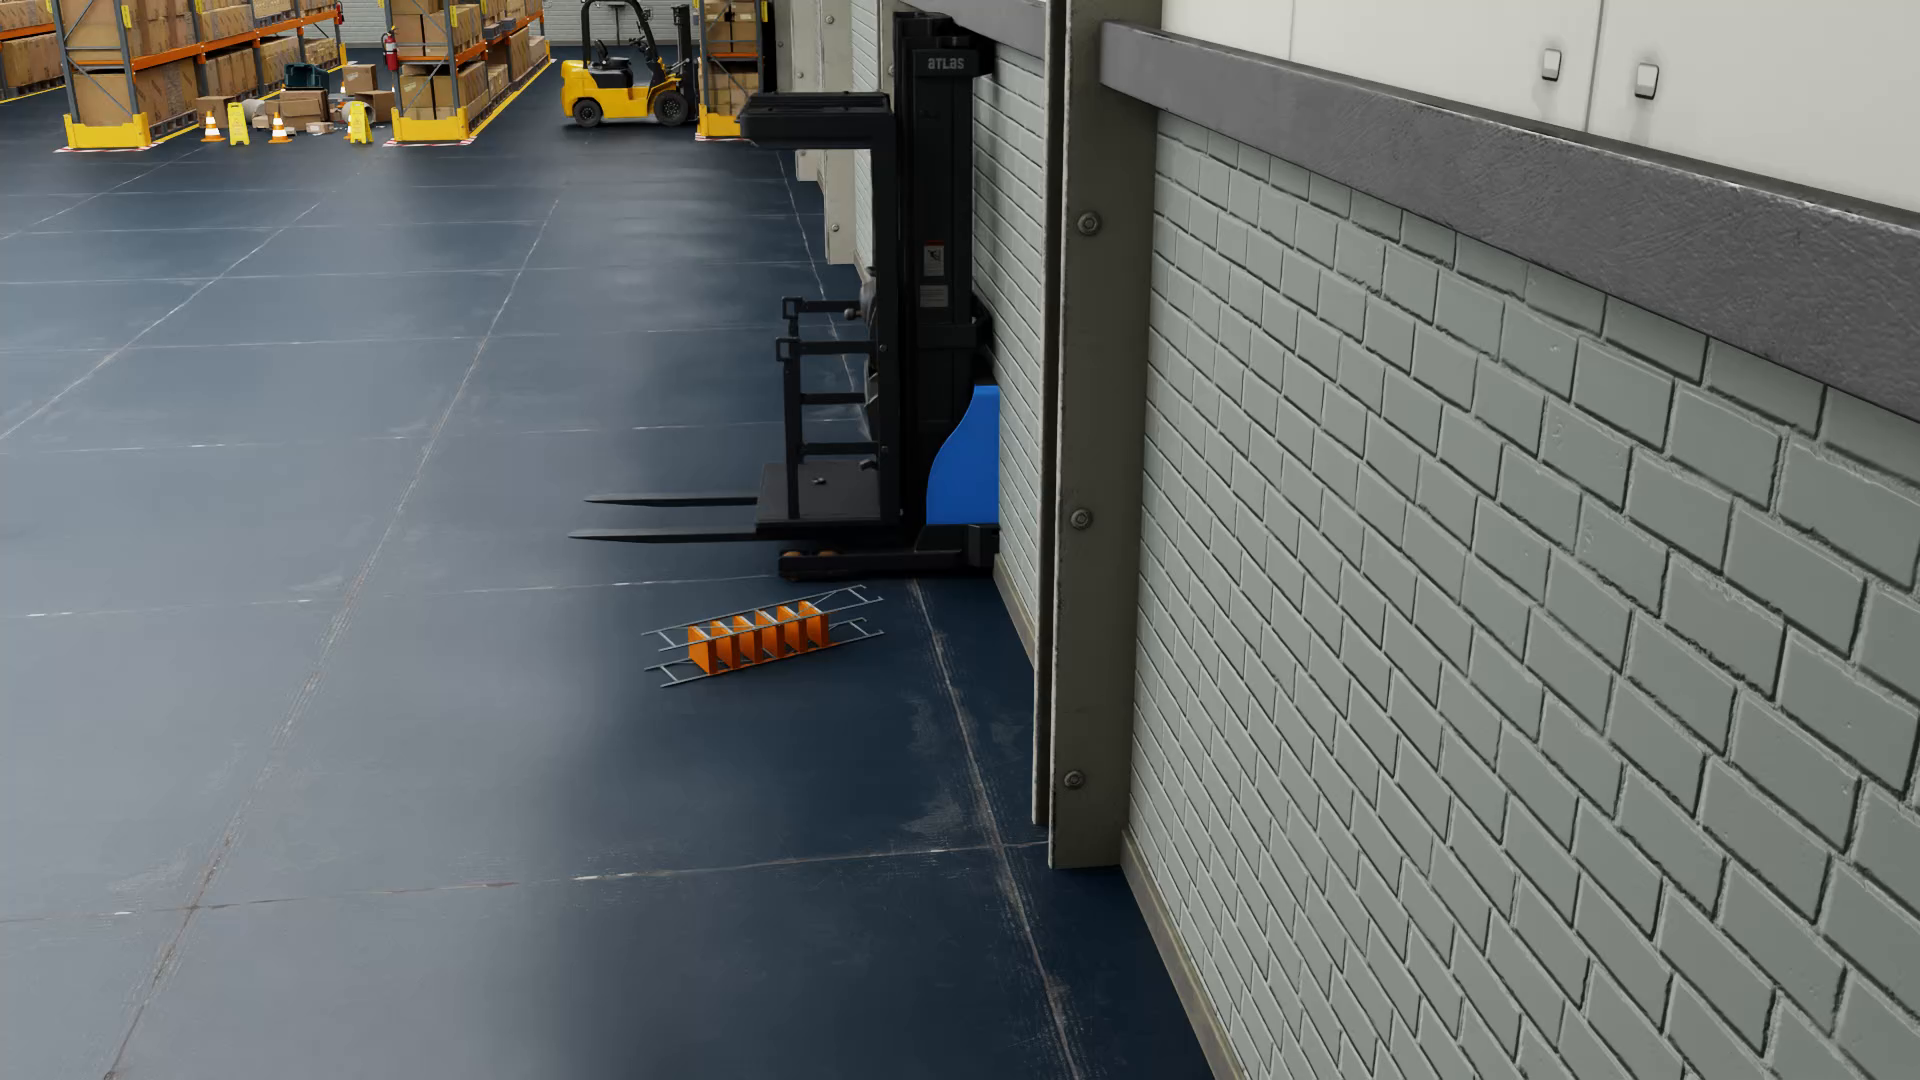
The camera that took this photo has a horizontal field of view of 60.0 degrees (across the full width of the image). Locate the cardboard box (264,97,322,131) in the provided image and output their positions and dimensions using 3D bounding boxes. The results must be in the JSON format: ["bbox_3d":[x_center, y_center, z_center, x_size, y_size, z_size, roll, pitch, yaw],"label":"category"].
[{"bbox_3d":[-11.450,-7.306,28.558,0.637,0.503,0.797,17,27,39],"label":"cardboard box"}]

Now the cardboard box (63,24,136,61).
[{"bbox_3d":[-13.674,-7.907,26.384,0.875,0.550,0.550,-3,21,-8],"label":"cardboard box"}]

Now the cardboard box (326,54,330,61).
[{"bbox_3d":[-15.362,-11.590,39.934,0.380,0.149,0.250,-4,21,-10],"label":"cardboard box"}]

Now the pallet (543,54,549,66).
[{"bbox_3d":[-10.805,-11.955,41.424,1.003,0.211,1.213,-3,21,-8],"label":"pallet"}]

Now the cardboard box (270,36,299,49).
[{"bbox_3d":[-14.948,-10.997,36.773,0.500,0.250,0.500,-3,21,-9],"label":"cardboard box"}]

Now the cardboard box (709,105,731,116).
[{"bbox_3d":[-4.161,-7.302,28.309,0.500,0.250,0.500,-3,21,-7],"label":"cardboard box"}]

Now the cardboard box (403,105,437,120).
[{"bbox_3d":[-9.078,-7.178,27.978,0.500,0.250,0.500,-3,21,-8],"label":"cardboard box"}]

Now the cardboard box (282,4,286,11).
[{"bbox_3d":[-14.980,-11.640,36.354,0.380,0.149,0.250,-3,21,-8],"label":"cardboard box"}]

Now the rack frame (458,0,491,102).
[{"bbox_3d":[-9.268,-9.380,30.543,1.000,3.000,0.127,-3,21,-8],"label":"rack frame"}]

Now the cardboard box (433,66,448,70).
[{"bbox_3d":[-9.289,-8.058,29.260,0.500,0.500,0.500,-2,21,-5],"label":"cardboard box"}]

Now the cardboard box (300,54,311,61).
[{"bbox_3d":[-15.041,-11.007,37.949,0.380,0.149,0.250,-2,21,-5],"label":"cardboard box"}]

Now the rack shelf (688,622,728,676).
[{"bbox_3d":[-1.224,0.521,8.046,0.103,0.180,0.258,-12,24,-29],"label":"rack shelf"}]

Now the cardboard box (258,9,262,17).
[{"bbox_3d":[-14.671,-10.911,34.400,0.380,0.149,0.250,-2,21,-5],"label":"cardboard box"}]

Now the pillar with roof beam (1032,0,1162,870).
[{"bbox_3d":[-3.789,-2.817,4.397,9.100,9.000,0.400,-3,21,-8],"label":"pillar with roof beam"}]

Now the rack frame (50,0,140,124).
[{"bbox_3d":[-13.575,-7.710,26.073,1.000,3.000,0.127,-3,21,-8],"label":"rack frame"}]

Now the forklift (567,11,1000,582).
[{"bbox_3d":[-0.668,-1.333,9.097,3.031,2.935,1.130,-1,21,-4],"label":"forklift"}]

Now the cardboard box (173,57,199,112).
[{"bbox_3d":[-14.131,-8.075,29.487,0.875,0.875,0.875,-3,21,-7],"label":"cardboard box"}]

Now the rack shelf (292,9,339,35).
[{"bbox_3d":[-15.594,-12.221,39.177,1.077,0.370,4.000,-3,21,-8],"label":"rack shelf"}]

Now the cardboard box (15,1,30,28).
[{"bbox_3d":[-19.606,-10.849,34.335,0.500,0.500,0.500,-3,21,-9],"label":"cardboard box"}]

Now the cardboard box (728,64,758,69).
[{"bbox_3d":[-3.867,-8.324,29.616,0.500,0.250,0.500,-3,21,-9],"label":"cardboard box"}]

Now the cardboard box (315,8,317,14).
[{"bbox_3d":[-15.402,-12.492,39.235,0.380,0.149,0.250,-3,21,-7],"label":"cardboard box"}]

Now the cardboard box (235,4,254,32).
[{"bbox_3d":[-14.398,-10.385,33.090,0.500,0.500,0.500,-3,21,-8],"label":"cardboard box"}]

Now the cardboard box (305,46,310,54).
[{"bbox_3d":[-15.131,-11.233,38.129,0.380,0.149,0.250,-2,21,-5],"label":"cardboard box"}]

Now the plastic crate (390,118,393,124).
[{"bbox_3d":[-9.853,-7.427,29.488,0.402,0.080,0.583,-11,23,-26],"label":"plastic crate"}]

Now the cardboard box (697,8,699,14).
[{"bbox_3d":[-5.408,-11.304,35.452,0.380,0.149,0.250,-3,21,-7],"label":"cardboard box"}]

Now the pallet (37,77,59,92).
[{"bbox_3d":[-19.863,-9.657,35.270,1.003,0.211,1.213,-3,21,-8],"label":"pallet"}]

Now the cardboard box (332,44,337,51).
[{"bbox_3d":[-15.523,-12.082,40.827,0.380,0.149,0.250,-3,21,-9],"label":"cardboard box"}]

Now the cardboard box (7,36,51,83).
[{"bbox_3d":[-19.851,-10.015,34.681,1.225,0.875,0.875,-3,21,-8],"label":"cardboard box"}]

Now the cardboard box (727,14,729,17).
[{"bbox_3d":[-4.386,-9.157,29.803,0.500,0.500,0.500,-3,21,-8],"label":"cardboard box"}]

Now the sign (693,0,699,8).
[{"bbox_3d":[-4.319,-8.877,27.204,0.100,0.325,0.005,-3,21,-8],"label":"sign"}]

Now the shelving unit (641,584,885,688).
[{"bbox_3d":[-0.956,0.463,8.200,1.200,0.189,0.258,-12,24,-29],"label":"shelving unit"}]

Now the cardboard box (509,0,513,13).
[{"bbox_3d":[-9.747,-11.296,35.172,0.500,0.250,0.500,-2,21,-6],"label":"cardboard box"}]

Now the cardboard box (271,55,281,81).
[{"bbox_3d":[-14.654,-9.938,35.008,0.500,0.500,0.500,-3,21,-7],"label":"cardboard box"}]

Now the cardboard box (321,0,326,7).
[{"bbox_3d":[-15.411,-12.940,39.507,0.500,0.500,0.500,-3,21,-8],"label":"cardboard box"}]

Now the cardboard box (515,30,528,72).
[{"bbox_3d":[-10.115,-10.828,36.857,0.875,0.875,0.875,-2,21,-6],"label":"cardboard box"}]

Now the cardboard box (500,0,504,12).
[{"bbox_3d":[-9.419,-10.826,33.246,0.500,0.500,0.500,-3,21,-9],"label":"cardboard box"}]

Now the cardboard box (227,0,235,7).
[{"bbox_3d":[-14.600,-10.664,32.410,0.700,0.500,0.500,-3,21,-9],"label":"cardboard box"}]

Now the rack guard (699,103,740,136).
[{"bbox_3d":[-3.777,-7.067,27.924,1.175,0.500,0.348,-3,21,-8],"label":"rack guard"}]

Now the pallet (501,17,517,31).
[{"bbox_3d":[-9.637,-10.434,33.638,1.213,0.211,1.003,-3,21,-8],"label":"pallet"}]

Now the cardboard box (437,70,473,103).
[{"bbox_3d":[-8.618,-7.737,28.402,0.500,0.500,0.500,-4,21,-10],"label":"cardboard box"}]

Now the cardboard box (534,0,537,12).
[{"bbox_3d":[-10.438,-12.898,39.818,0.500,0.500,0.500,-2,21,-6],"label":"cardboard box"}]

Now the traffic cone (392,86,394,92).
[{"bbox_3d":[-10.832,-8.550,31.947,0.336,0.463,0.334,-3,21,-8],"label":"traffic cone"}]

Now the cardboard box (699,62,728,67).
[{"bbox_3d":[-4.451,-8.476,30.023,0.500,0.250,0.500,-2,21,-6],"label":"cardboard box"}]

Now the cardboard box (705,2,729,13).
[{"bbox_3d":[-4.041,-8.850,27.629,0.380,0.149,0.250,-3,21,-8],"label":"cardboard box"}]

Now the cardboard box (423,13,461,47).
[{"bbox_3d":[-8.486,-8.359,27.242,0.500,0.500,0.500,-3,21,-9],"label":"cardboard box"}]

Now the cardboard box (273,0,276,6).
[{"bbox_3d":[-14.859,-11.499,35.552,0.380,0.149,0.250,-3,21,-8],"label":"cardboard box"}]

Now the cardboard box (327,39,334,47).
[{"bbox_3d":[-15.412,-12.046,40.306,0.380,0.149,0.250,-3,21,-9],"label":"cardboard box"}]

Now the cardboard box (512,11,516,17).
[{"bbox_3d":[-9.828,-11.236,35.726,0.500,0.250,0.500,-2,21,-6],"label":"cardboard box"}]

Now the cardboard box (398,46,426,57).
[{"bbox_3d":[-8.957,-7.996,27.197,0.380,0.149,0.250,-2,21,-6],"label":"cardboard box"}]

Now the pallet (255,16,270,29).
[{"bbox_3d":[-14.937,-10.632,34.169,1.213,0.211,1.003,-3,21,-8],"label":"pallet"}]

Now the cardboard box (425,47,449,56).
[{"bbox_3d":[-8.536,-8.005,27.222,0.380,0.149,0.250,-3,21,-8],"label":"cardboard box"}]
